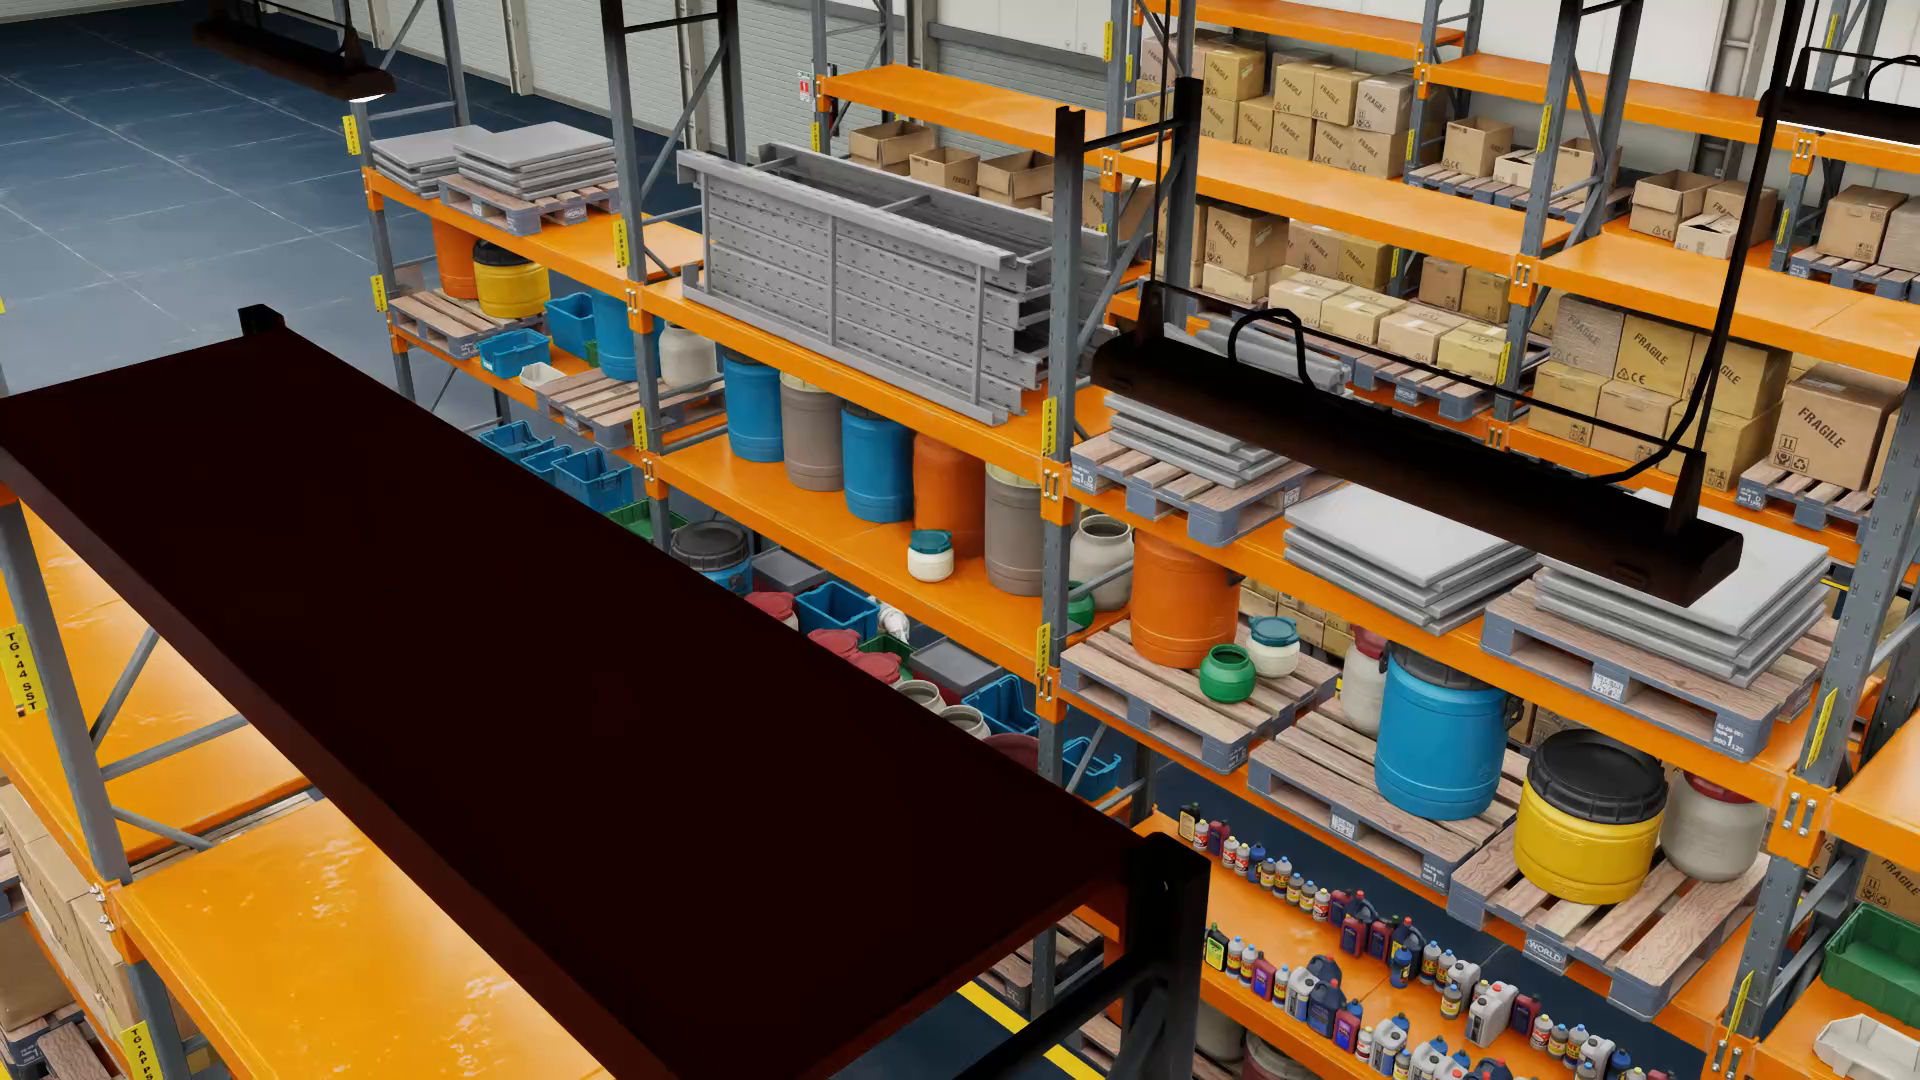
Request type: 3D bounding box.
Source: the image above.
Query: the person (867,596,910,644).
[{"bbox_3d":[-0.536,0.984,13.273,0.758,1.641,0.562,-14,31,-24],"label":"person"}]
